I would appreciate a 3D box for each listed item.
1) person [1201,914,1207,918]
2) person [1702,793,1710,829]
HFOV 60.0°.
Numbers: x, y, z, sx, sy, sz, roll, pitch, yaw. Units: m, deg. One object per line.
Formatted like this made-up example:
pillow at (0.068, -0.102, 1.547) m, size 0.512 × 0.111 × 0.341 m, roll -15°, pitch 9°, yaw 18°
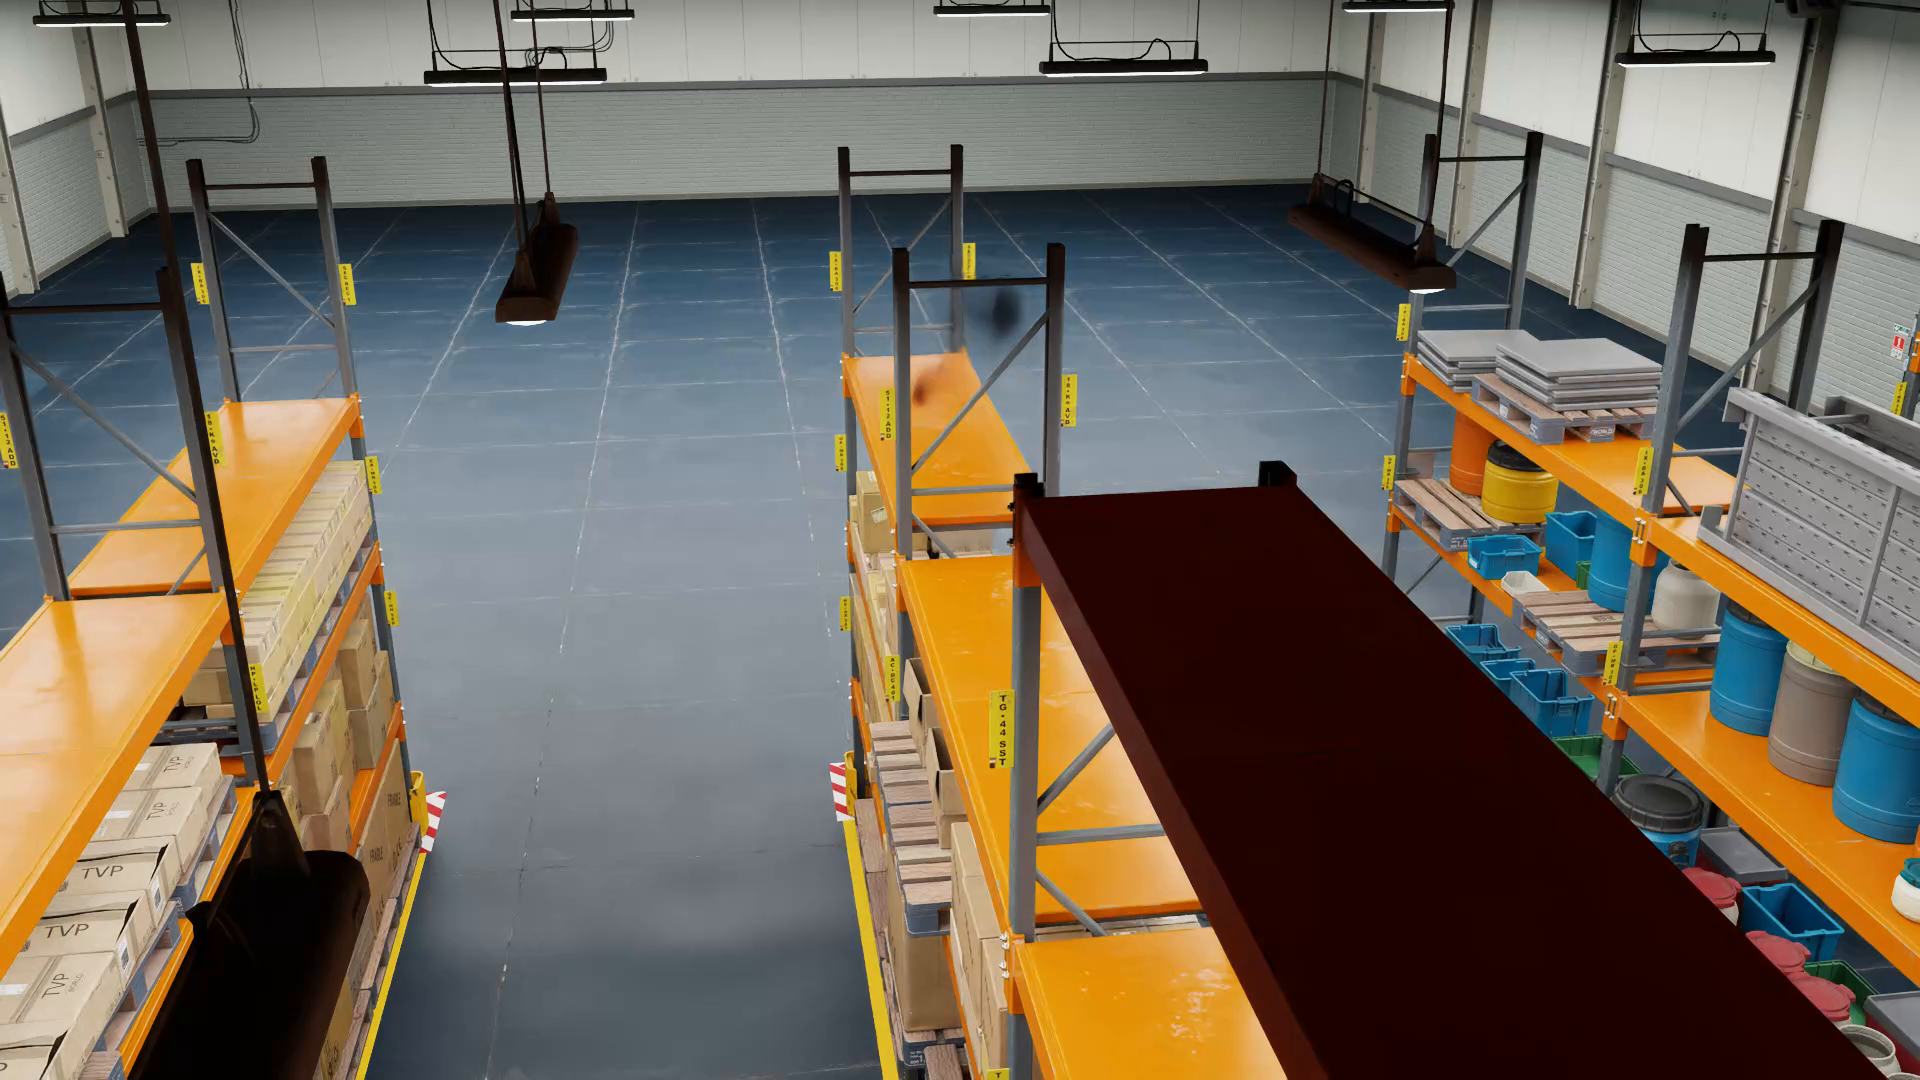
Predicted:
person at (2.049, 2.361, 13.496) m, size 0.565 × 1.630 × 0.572 m, roll -7°, pitch 23°, yaw -17°
person at (6.795, 2.045, 14.262) m, size 0.621 × 1.712 × 0.868 m, roll -11°, pitch 24°, yaw -26°
